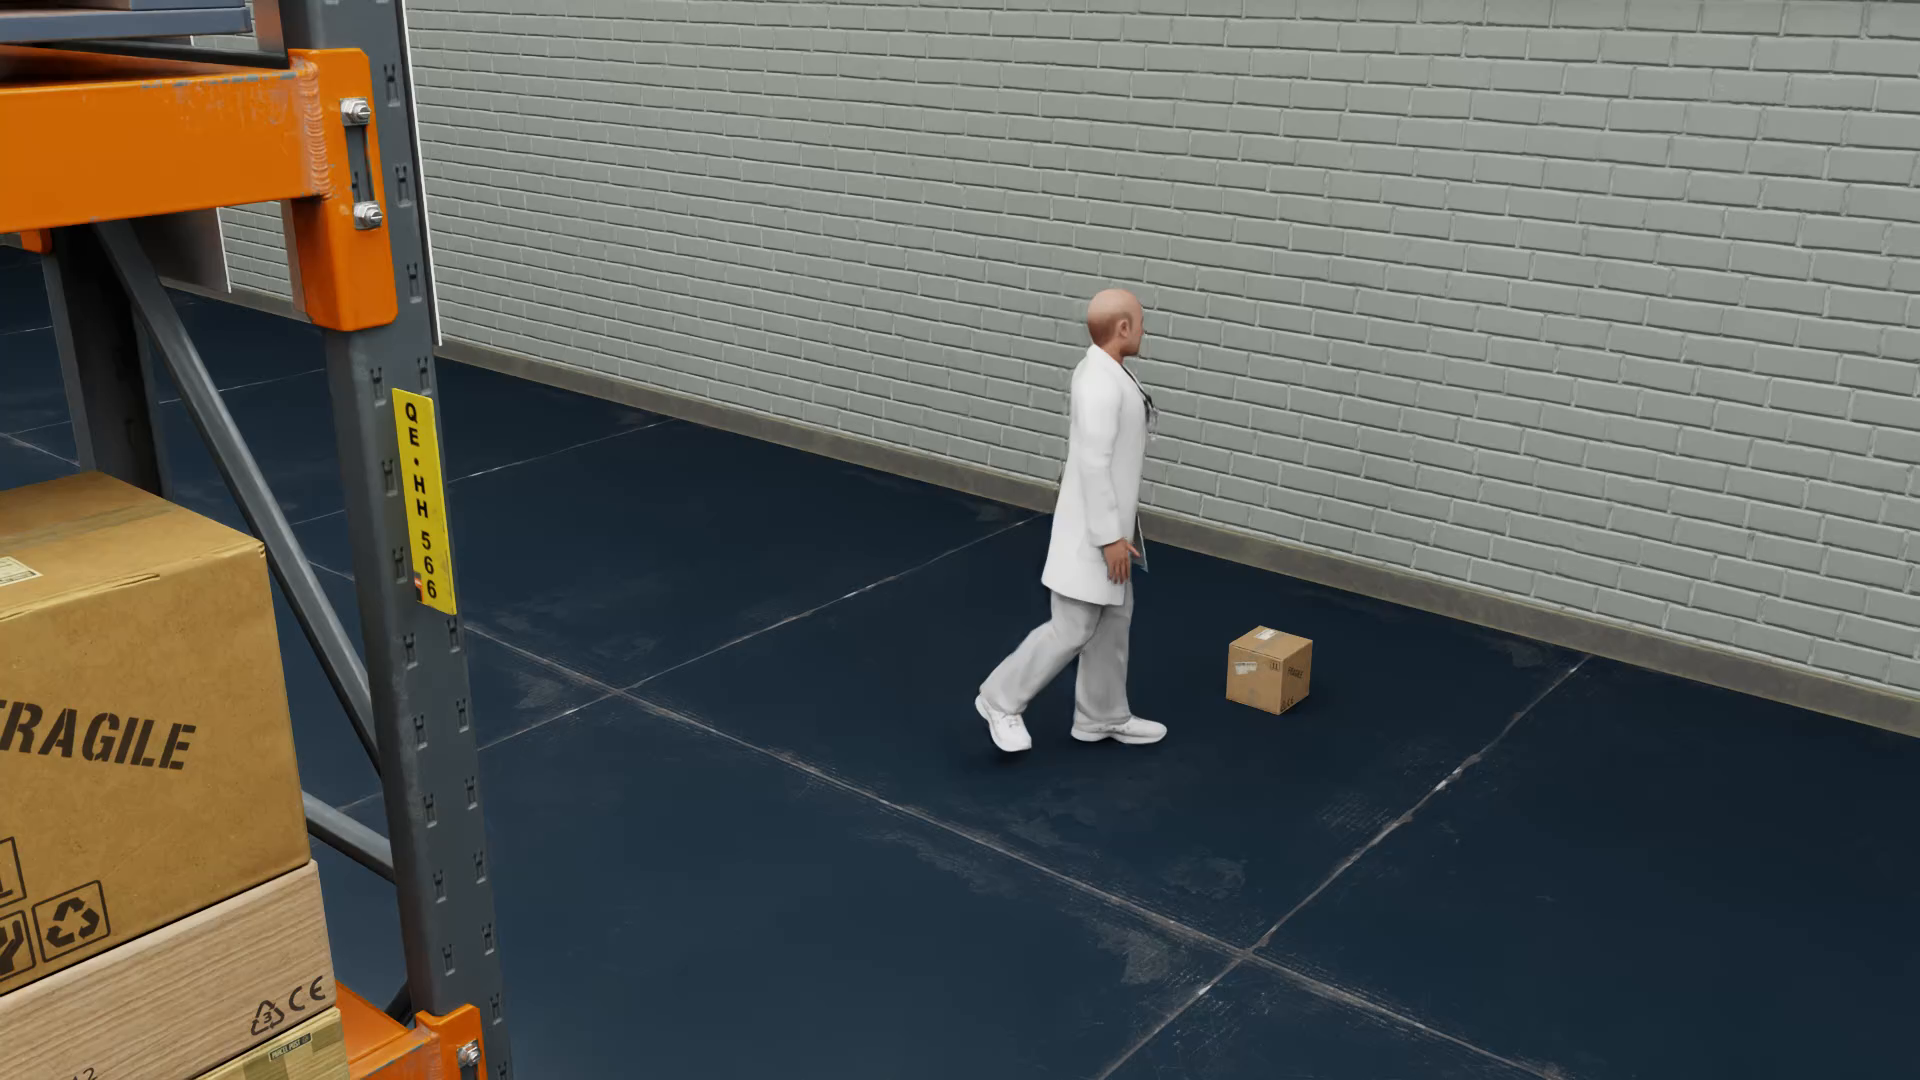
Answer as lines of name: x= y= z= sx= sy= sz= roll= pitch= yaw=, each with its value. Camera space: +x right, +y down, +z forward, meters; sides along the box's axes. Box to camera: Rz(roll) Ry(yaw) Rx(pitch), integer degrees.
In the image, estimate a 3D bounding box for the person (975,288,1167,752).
person: x=0.442 y=-0.049 z=6.222 sx=0.727 sy=1.778 sz=0.585 roll=3 pitch=20 yaw=8
